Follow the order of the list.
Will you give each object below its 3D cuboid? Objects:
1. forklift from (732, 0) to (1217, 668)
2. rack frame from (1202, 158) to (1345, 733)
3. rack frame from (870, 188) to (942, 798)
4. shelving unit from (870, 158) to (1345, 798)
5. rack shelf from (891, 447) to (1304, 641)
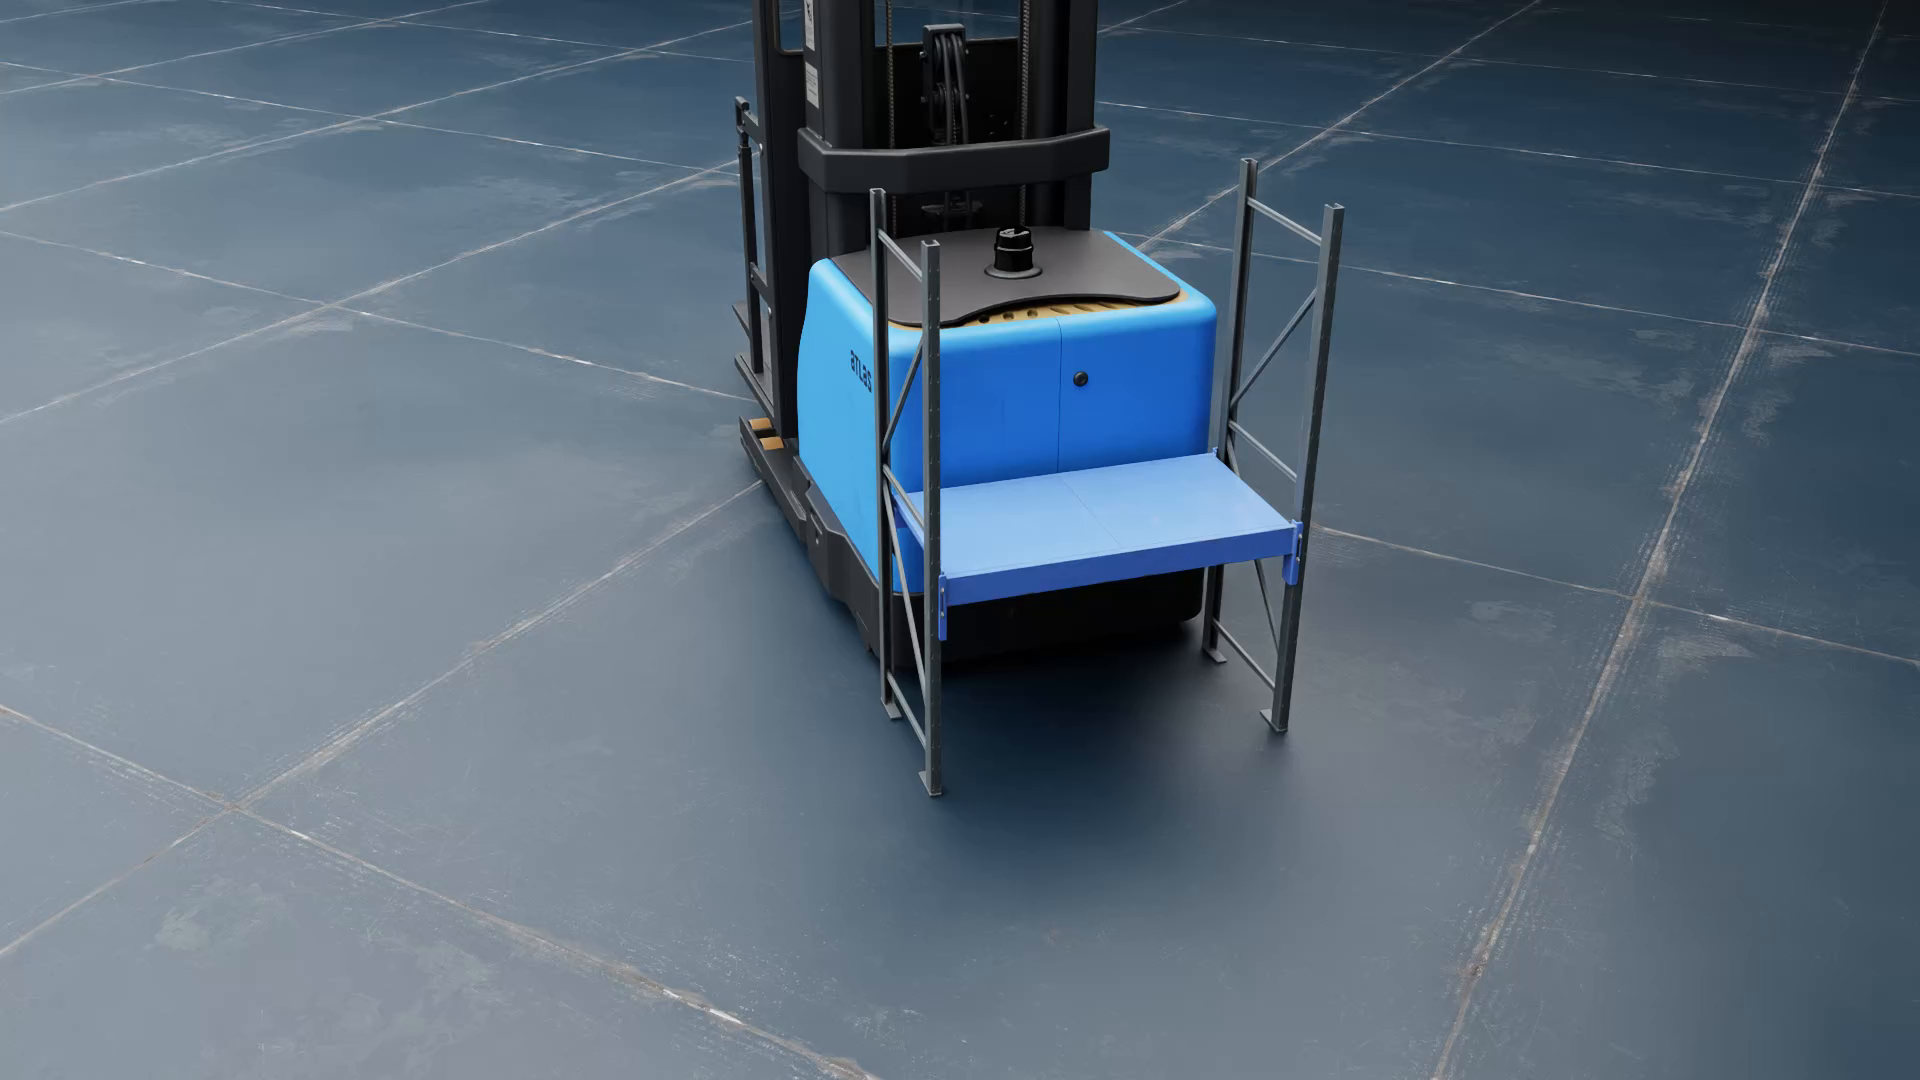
[{"bbox_3d":[-0.201,-1.578,5.628,1.130,2.935,3.031,-9,28,-17],"label":"forklift"},{"bbox_3d":[0.832,-0.236,4.541,0.032,1.500,0.500,-8,28,-16],"label":"rack frame"},{"bbox_3d":[-0.137,-0.098,4.265,0.032,1.500,0.500,-8,28,-16],"label":"rack frame"},{"bbox_3d":[0.348,-0.167,4.403,1.048,1.500,0.538,-8,28,-16],"label":"shelving unit"},{"bbox_3d":[0.347,-0.007,4.485,1.000,0.185,0.538,-8,28,-16],"label":"rack shelf"}]
